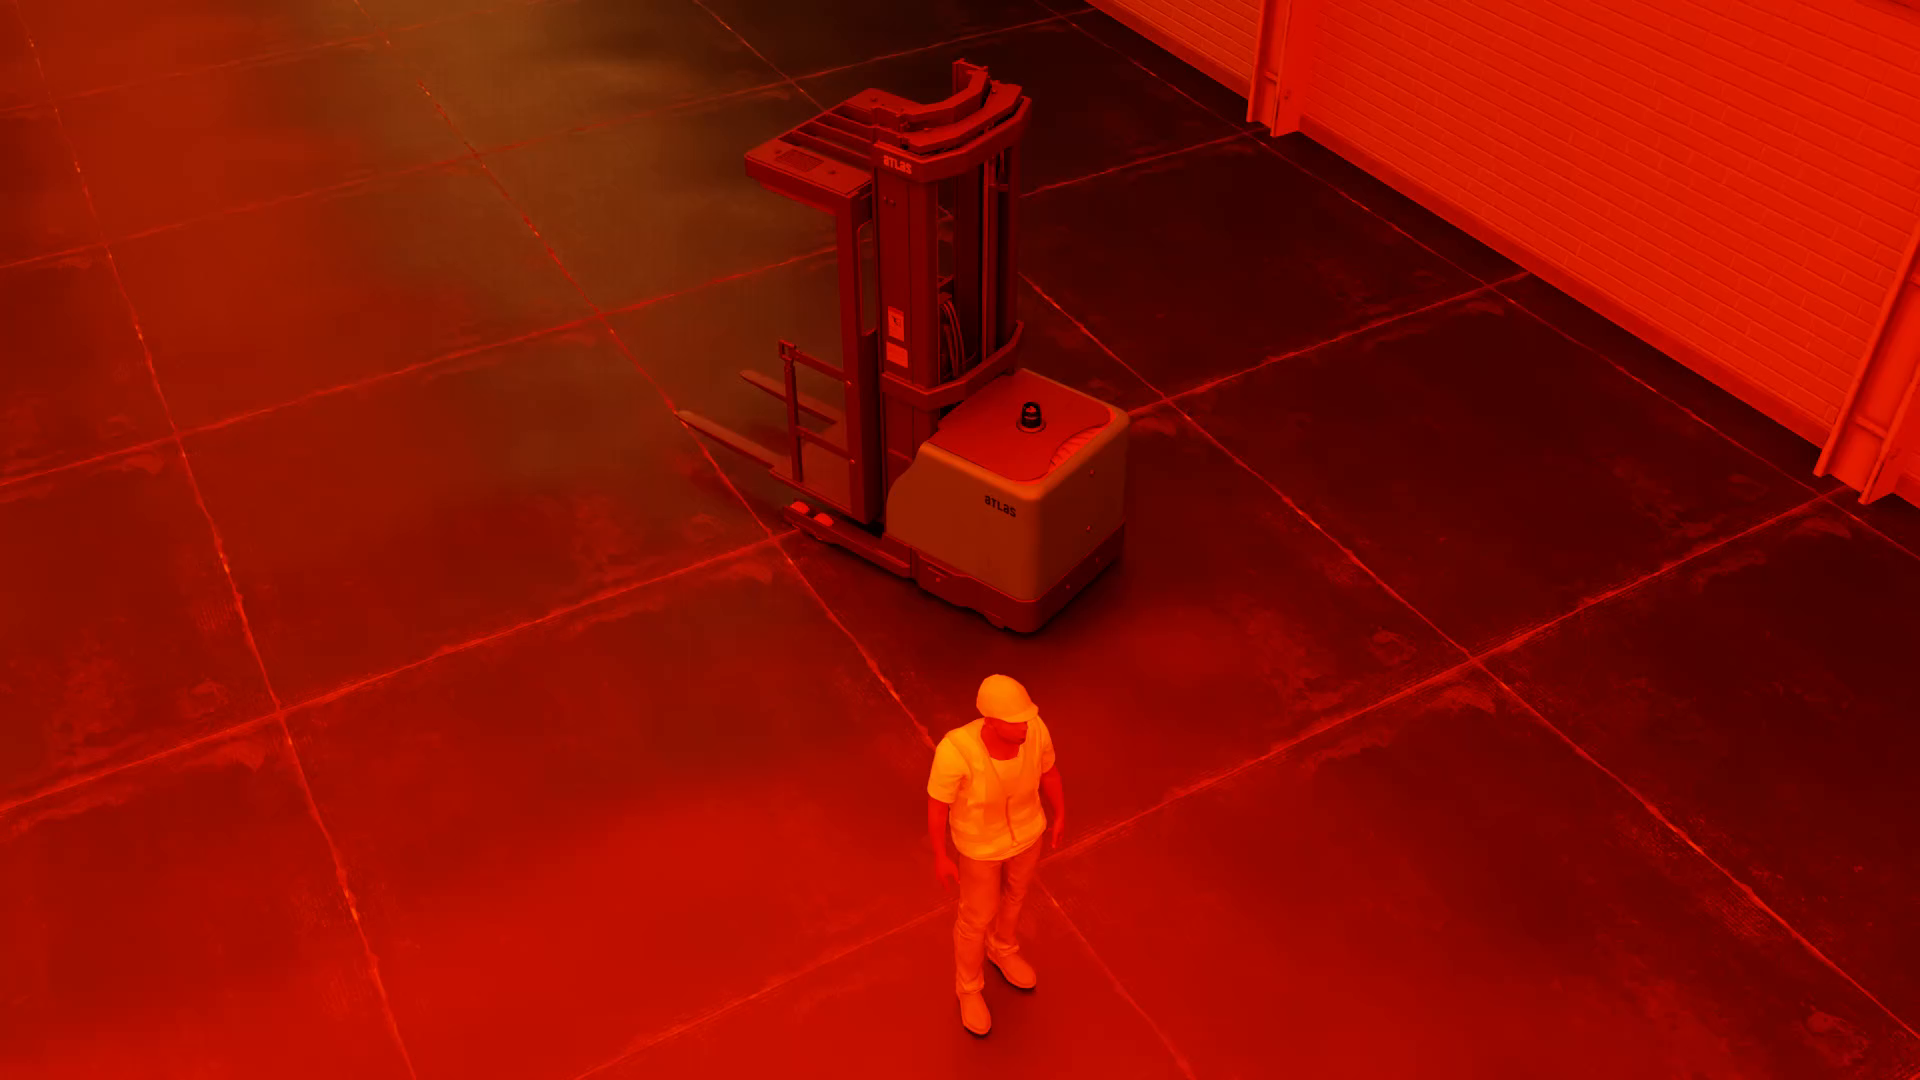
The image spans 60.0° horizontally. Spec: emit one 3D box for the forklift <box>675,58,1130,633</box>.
[{"bbox_3d":[-0.481,-1.366,9.683,3.031,2.935,1.130,26,46,28],"label":"forklift"}]

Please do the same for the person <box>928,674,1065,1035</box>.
[{"bbox_3d":[0.205,1.349,7.311,0.665,1.768,0.575,-19,43,-22],"label":"person"}]
